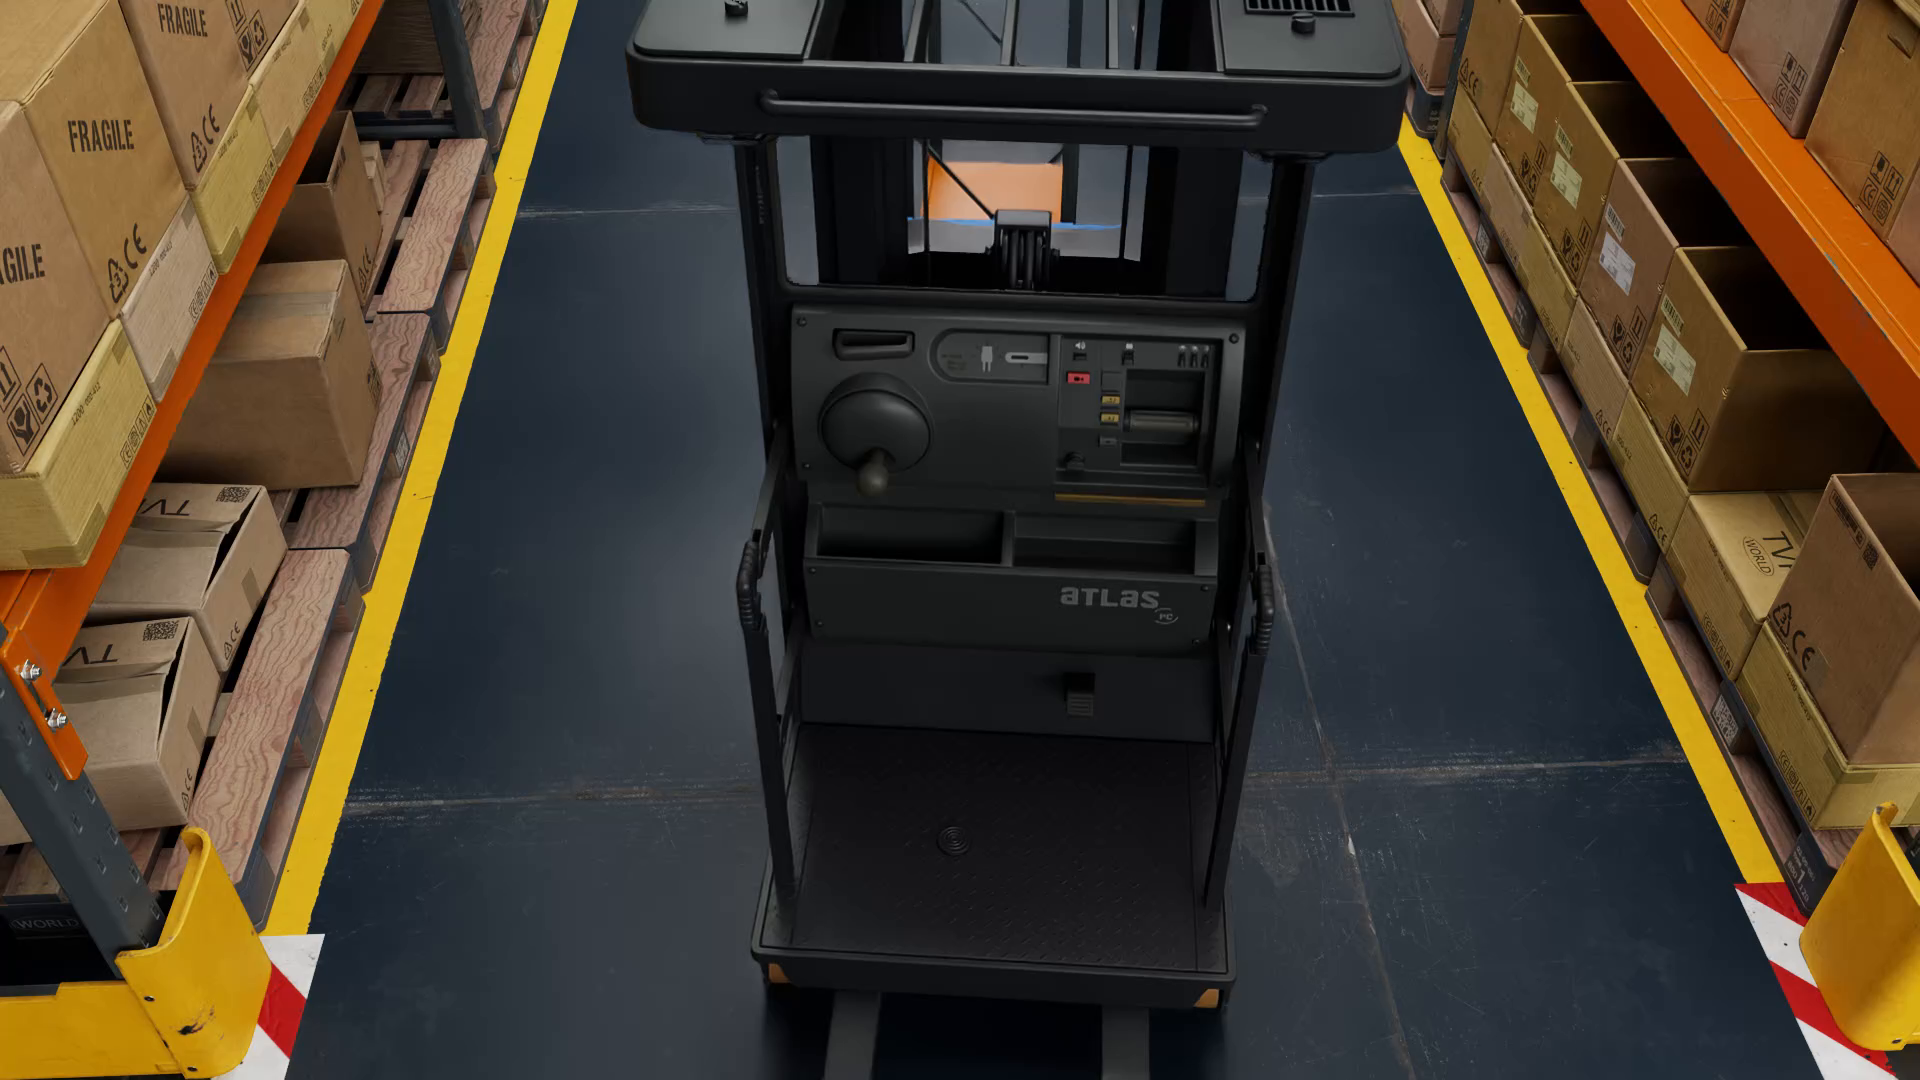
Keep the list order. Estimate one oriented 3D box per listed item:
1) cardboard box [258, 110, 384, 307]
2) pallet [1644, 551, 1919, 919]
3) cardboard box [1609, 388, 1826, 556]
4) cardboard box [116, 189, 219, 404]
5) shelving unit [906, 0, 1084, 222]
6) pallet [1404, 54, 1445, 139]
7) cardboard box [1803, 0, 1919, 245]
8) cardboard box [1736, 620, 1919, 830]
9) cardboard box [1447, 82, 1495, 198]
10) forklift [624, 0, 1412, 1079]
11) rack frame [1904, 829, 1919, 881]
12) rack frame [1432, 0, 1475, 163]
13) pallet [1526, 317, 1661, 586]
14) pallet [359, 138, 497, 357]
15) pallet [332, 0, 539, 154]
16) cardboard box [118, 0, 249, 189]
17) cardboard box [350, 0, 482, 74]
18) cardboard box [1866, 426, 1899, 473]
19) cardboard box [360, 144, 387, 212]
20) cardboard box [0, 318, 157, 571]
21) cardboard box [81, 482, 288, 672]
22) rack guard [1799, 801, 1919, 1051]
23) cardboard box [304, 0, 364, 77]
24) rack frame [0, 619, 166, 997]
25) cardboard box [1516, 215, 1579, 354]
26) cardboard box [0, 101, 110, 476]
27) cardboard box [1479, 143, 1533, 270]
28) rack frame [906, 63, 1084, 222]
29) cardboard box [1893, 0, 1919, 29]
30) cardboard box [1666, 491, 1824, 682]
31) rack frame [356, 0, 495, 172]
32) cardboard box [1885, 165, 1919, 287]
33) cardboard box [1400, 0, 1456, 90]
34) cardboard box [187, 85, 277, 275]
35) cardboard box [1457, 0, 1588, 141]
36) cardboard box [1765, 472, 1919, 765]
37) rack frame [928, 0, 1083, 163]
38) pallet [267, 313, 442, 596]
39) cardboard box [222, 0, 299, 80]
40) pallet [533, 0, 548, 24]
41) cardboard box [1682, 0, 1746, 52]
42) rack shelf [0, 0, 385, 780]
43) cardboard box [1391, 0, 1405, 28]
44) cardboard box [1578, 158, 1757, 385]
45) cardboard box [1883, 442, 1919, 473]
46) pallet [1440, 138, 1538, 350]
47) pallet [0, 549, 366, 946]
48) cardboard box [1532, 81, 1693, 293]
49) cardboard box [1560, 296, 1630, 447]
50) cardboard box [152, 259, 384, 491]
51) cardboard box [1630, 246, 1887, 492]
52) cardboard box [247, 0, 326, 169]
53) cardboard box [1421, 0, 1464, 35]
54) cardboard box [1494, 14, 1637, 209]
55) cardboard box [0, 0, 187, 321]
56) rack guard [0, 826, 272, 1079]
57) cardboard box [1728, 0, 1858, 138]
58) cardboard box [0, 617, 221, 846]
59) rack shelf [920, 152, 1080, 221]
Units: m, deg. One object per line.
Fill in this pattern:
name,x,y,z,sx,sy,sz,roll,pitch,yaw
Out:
cardboard box,-2.356,-1.143,5.802,0.500,0.500,0.500,-5,43,-5
pallet,2.605,0.467,4.585,1.003,0.211,1.213,-2,43,-2
cardboard box,2.305,-0.216,4.989,0.500,0.250,0.500,-2,43,-2
cardboard box,-2.010,-0.542,3.718,0.500,0.250,0.500,-3,43,-3
shelving unit,0.113,-1.060,5.296,0.587,1.500,1.083,3,43,3
pallet,2.439,-2.215,7.510,1.003,0.211,1.213,-2,43,-2
cardboard box,2.629,-1.088,4.143,0.700,0.500,0.500,-1,43,-2
cardboard box,2.361,0.459,4.253,0.500,0.250,0.500,-2,43,-2
cardboard box,2.226,-1.566,6.463,0.500,0.250,0.500,-2,43,-2
forklift,0.102,-0.191,3.289,1.130,2.935,3.031,3,43,3
rack frame,2.679,-0.046,3.080,1.000,3.000,0.127,-2,43,-2
rack frame,2.509,-2.747,6.027,1.000,3.000,0.127,-2,43,-2
pallet,2.556,-0.355,5.481,1.003,0.211,1.213,-2,43,-2
pallet,-2.376,-1.122,6.317,1.003,0.211,1.213,-2,43,-2
pallet,-2.475,-2.100,7.384,1.003,0.211,1.213,-2,43,-2
cardboard box,-2.017,-1.144,3.819,0.500,0.500,0.500,-3,43,-3
cardboard box,-2.488,-2.339,7.106,0.700,0.500,0.500,0,43,0
cardboard box,2.821,-0.507,4.752,0.500,0.500,0.500,-2,43,-2
cardboard box,-2.387,-1.359,6.284,0.380,0.166,0.250,-7,43,-7
cardboard box,-1.974,-0.192,3.336,0.500,0.250,0.500,-3,43,-3
cardboard box,-2.234,0.073,4.615,0.500,0.311,0.500,2,43,2
rack guard,2.680,0.891,3.907,1.175,0.500,0.348,-2,43,-2
cardboard box,-2.067,-1.567,4.836,0.500,0.250,0.500,-2,43,-2
rack frame,-2.270,0.098,2.923,1.000,3.000,0.127,-2,43,-2
cardboard box,2.258,-0.891,5.726,0.500,0.250,0.500,-2,43,-2
cardboard box,-1.990,-0.461,3.074,0.500,0.500,0.500,-2,43,-2
cardboard box,2.242,-1.228,6.094,0.500,0.250,0.500,-2,43,-2
rack frame,0.078,-0.711,4.916,0.500,1.500,0.032,3,43,3
cardboard box,2.429,-1.271,3.863,0.380,0.149,0.250,0,43,0
cardboard box,2.328,0.122,4.621,0.500,0.250,0.500,-2,43,-2
rack frame,-2.440,-2.602,5.869,1.000,3.000,0.127,-2,43,-2
cardboard box,2.645,-0.753,3.778,0.700,0.500,0.500,-1,43,-1
cardboard box,2.202,-2.159,7.110,0.500,0.250,0.500,-2,43,-2
cardboard box,-2.026,-0.886,4.093,0.500,0.250,0.500,-2,43,-2
cardboard box,2.216,-1.842,6.209,0.500,0.500,0.500,-2,43,-2
cardboard box,2.359,0.183,4.000,0.500,0.500,0.500,-2,43,-2
rack frame,0.146,-1.396,5.663,0.500,1.500,0.032,3,43,3
pallet,-2.321,-0.296,5.417,1.003,0.211,1.213,-2,43,-2
cardboard box,-2.051,-1.492,4.199,0.500,0.500,0.500,0,43,0
pallet,-2.529,-2.925,8.285,1.003,0.211,1.213,-2,43,-2
cardboard box,2.580,-1.789,4.908,0.700,0.500,0.500,-1,43,-1
rack shelf,-2.355,-0.987,4.639,1.077,0.370,4.000,-2,43,-2
cardboard box,2.182,-2.501,7.483,0.500,0.250,0.500,-2,43,-2
cardboard box,2.282,-0.830,5.104,0.500,0.500,0.500,-2,43,-2
cardboard box,2.855,-0.170,4.384,0.500,0.500,0.500,-2,43,-2
pallet,2.501,-1.181,6.382,1.003,0.211,1.213,-2,43,-2
pallet,-2.273,0.526,4.520,1.003,0.211,1.213,-2,43,-2
cardboard box,2.258,-1.167,5.472,0.500,0.500,0.500,-2,43,-2
cardboard box,2.285,-0.553,5.358,0.500,0.250,0.500,-2,43,-2
cardboard box,-2.215,-0.493,5.093,0.700,0.500,0.500,-4,43,-4
cardboard box,2.302,-0.492,4.736,0.500,0.500,0.500,-2,43,-2
cardboard box,-2.045,-1.228,4.466,0.500,0.250,0.500,-1,43,-1
cardboard box,2.205,-2.360,6.914,0.500,0.311,0.500,-2,43,-2
cardboard box,2.245,-1.505,5.841,0.500,0.500,0.500,-2,43,-2
cardboard box,-2.001,-0.795,3.439,0.500,0.500,0.500,-2,43,-2
rack guard,-2.273,0.969,3.823,1.175,0.500,0.348,-2,43,-2
cardboard box,2.603,-1.444,4.531,0.700,0.500,0.500,0,43,-1
cardboard box,-2.210,0.458,4.195,0.500,0.311,0.500,-6,43,-7
rack shelf,0.112,-0.921,5.411,0.538,0.185,1.000,3,43,3
